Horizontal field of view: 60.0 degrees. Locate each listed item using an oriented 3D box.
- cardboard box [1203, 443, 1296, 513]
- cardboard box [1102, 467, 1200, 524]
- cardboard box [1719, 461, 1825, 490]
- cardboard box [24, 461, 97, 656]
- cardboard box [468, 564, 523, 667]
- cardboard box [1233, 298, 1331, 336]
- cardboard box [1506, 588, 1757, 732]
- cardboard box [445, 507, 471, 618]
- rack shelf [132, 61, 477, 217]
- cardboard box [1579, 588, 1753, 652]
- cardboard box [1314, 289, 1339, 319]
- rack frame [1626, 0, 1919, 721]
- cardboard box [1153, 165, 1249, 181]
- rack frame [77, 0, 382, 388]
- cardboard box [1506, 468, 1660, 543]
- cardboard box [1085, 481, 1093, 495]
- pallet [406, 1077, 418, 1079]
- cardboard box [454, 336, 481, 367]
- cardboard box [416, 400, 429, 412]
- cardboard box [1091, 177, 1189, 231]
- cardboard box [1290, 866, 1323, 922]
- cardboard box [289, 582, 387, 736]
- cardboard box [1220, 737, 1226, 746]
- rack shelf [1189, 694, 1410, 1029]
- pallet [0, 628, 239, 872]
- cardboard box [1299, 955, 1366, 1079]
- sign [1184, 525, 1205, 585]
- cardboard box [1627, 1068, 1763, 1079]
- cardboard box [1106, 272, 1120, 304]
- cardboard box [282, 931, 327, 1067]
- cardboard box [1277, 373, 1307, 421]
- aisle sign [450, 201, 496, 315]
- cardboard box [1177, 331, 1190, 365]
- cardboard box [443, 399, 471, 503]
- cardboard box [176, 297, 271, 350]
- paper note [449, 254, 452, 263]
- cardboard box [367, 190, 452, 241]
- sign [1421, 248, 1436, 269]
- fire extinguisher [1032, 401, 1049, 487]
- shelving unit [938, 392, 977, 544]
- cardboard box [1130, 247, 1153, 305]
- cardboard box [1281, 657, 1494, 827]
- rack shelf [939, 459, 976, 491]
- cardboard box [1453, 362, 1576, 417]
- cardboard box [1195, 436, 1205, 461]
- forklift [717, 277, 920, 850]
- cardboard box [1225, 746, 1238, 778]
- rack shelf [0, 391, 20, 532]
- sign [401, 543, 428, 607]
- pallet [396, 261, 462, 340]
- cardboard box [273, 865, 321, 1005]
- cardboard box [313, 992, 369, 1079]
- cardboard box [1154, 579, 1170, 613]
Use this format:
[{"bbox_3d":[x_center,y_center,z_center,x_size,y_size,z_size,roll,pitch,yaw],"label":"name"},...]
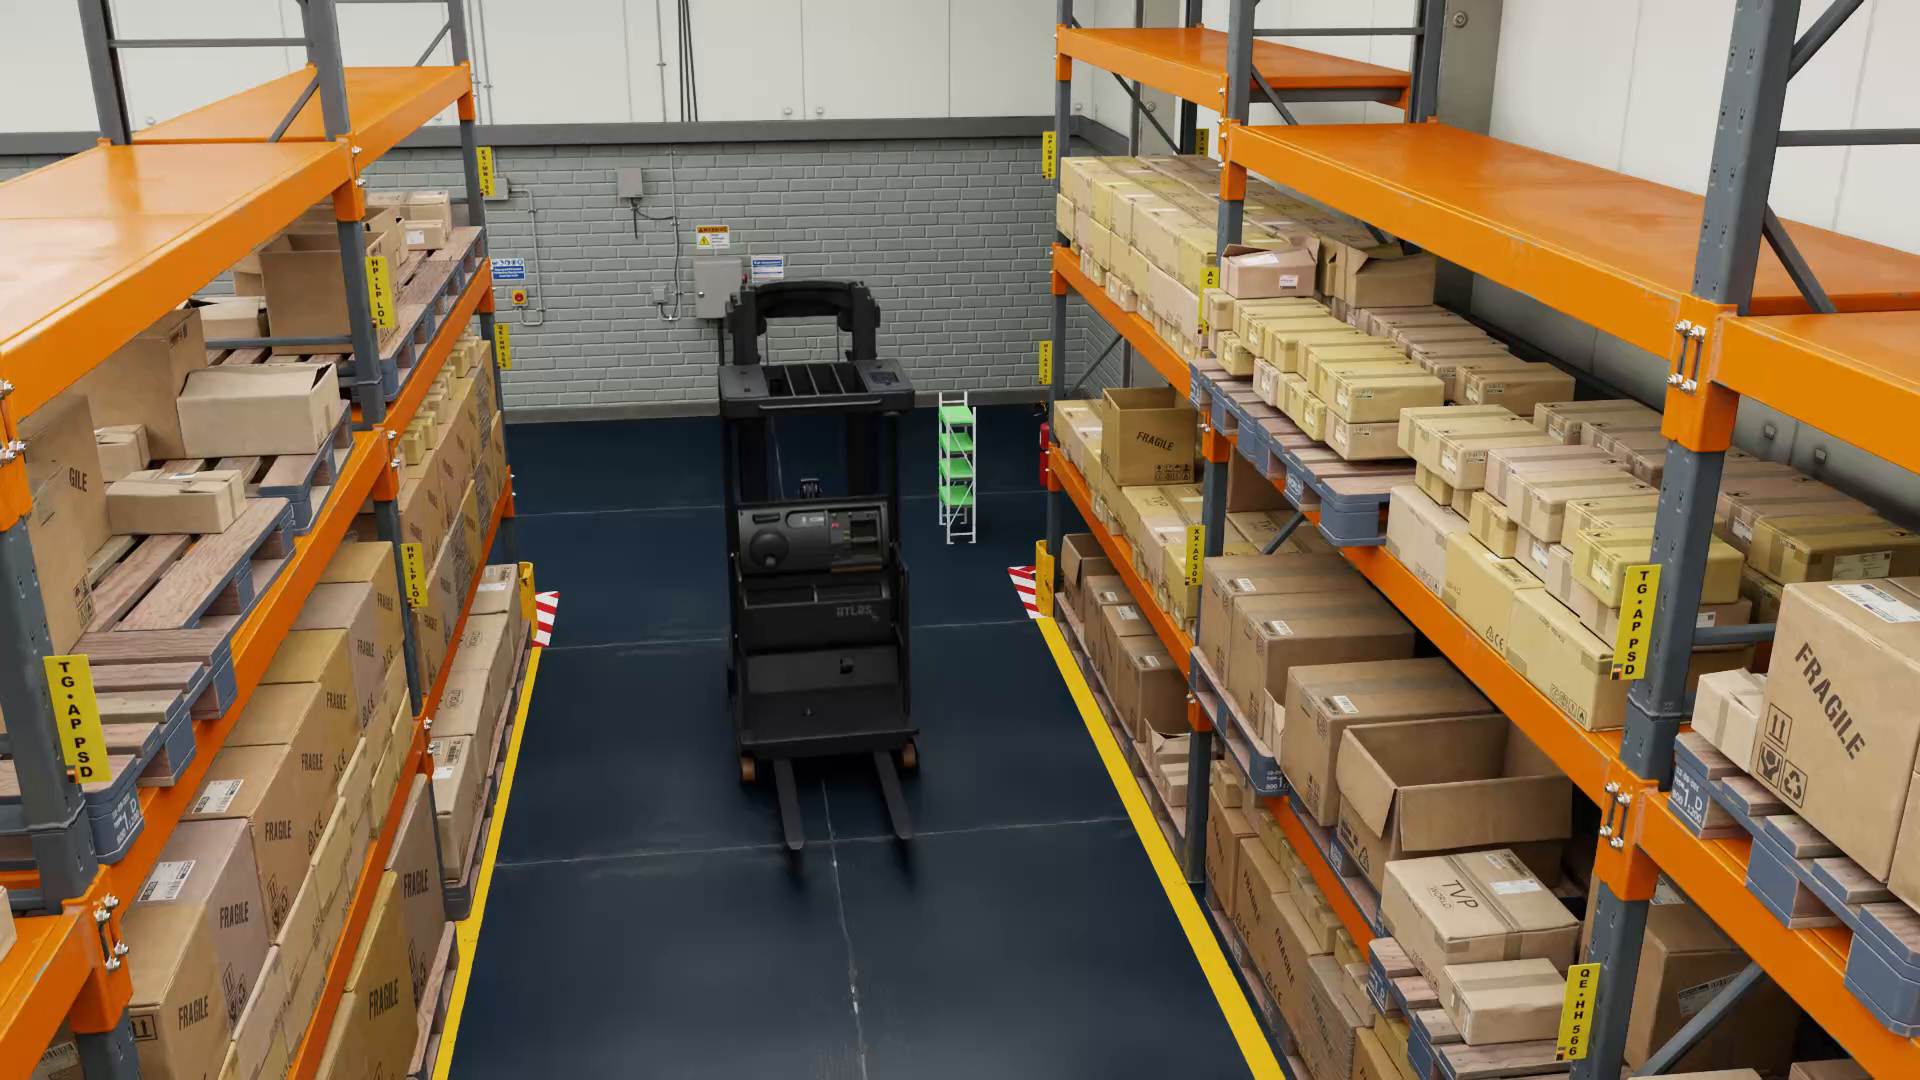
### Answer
[{"bbox_3d":[1.796,-0.494,10.044,0.500,0.500,0.500,-3,21,-9],"label":"cardboard box"},{"bbox_3d":[1.213,-0.302,10.602,0.500,0.250,0.500,-3,21,-9],"label":"cardboard box"},{"bbox_3d":[2.500,-0.137,5.302,0.380,0.149,0.250,-3,21,-8],"label":"cardboard box"},{"bbox_3d":[-2.918,0.110,4.679,0.700,0.500,0.500,-4,21,-10],"label":"cardboard box"},{"bbox_3d":[-3.547,0.549,11.595,0.875,0.438,0.875,-4,21,-10],"label":"cardboard box"},{"bbox_3d":[1.465,-1.001,7.587,0.380,0.149,0.250,-3,21,-7],"label":"cardboard box"},{"bbox_3d":[2.010,0.340,5.021,0.500,0.250,0.500,-4,21,-10],"label":"cardboard box"},{"bbox_3d":[-3.107,0.137,9.493,0.500,0.500,0.500,-3,21,-7],"label":"cardboard box"},{"bbox_3d":[-3.452,-2.272,9.111,1.077,0.370,4.000,-3,21,-8],"label":"rack shelf"},{"bbox_3d":[2.034,0.208,4.804,0.380,0.149,0.250,-2,21,-7],"label":"cardboard box"},{"bbox_3d":[1.906,-1.117,7.898,0.380,0.149,0.250,-3,21,-9],"label":"cardboard box"},{"bbox_3d":[2.324,-0.970,4.027,1.000,3.000,0.127,-3,21,-8],"label":"rack frame"},{"bbox_3d":[1.585,-2.318,10.998,0.500,0.250,0.500,-4,21,-9],"label":"cardboard box"},{"bbox_3d":[-3.164,-2.104,7.061,1.000,3.000,0.127,-3,21,-8],"label":"rack frame"},{"bbox_3d":[1.960,-0.111,5.232,0.380,0.149,0.250,-4,21,-10],"label":"cardboard box"},{"bbox_3d":[1.077,-0.419,11.484,0.380,0.149,0.250,-2,21,-6],"label":"cardboard box"},{"bbox_3d":[-2.799,2.700,6.760,1.003,0.211,1.213,-3,21,-8],"label":"pallet"},{"bbox_3d":[-3.310,-1.211,10.747,0.380,0.149,0.250,-3,21,-8],"label":"cardboard box"},{"bbox_3d":[-3.187,-0.674,9.310,0.380,0.149,0.250,-3,21,-8],"label":"cardboard box"},{"bbox_3d":[1.127,-2.122,10.471,0.500,0.250,0.500,-3,21,-9],"label":"cardboard box"},{"bbox_3d":[1.752,1.626,7.695,0.380,0.149,0.250,-3,21,-8],"label":"cardboard box"},{"bbox_3d":[-2.769,0.512,7.059,0.500,0.500,0.500,-3,21,-7],"label":"cardboard box"},{"bbox_3d":[1.823,1.203,10.256,0.380,0.149,0.250,-3,21,-8],"label":"cardboard box"},{"bbox_3d":[2.035,1.485,7.056,1.077,0.370,4.000,-3,21,-8],"label":"rack shelf"},{"bbox_3d":[-2.733,0.555,4.501,1.213,0.211,1.003,-2,21,-5],"label":"pallet"},{"bbox_3d":[1.817,2.145,7.232,0.500,0.500,0.500,-4,21,-10],"label":"cardboard box"},{"bbox_3d":[1.211,0.080,8.553,0.100,0.325,0.005,-3,21,-8],"label":"sign"},{"bbox_3d":[2.078,1.615,4.610,0.380,0.149,0.250,-2,21,-6],"label":"cardboard box"},{"bbox_3d":[1.111,-1.559,10.250,0.380,0.149,0.250,-3,21,-8],"label":"cardboard box"},{"bbox_3d":[-2.571,1.621,5.877,0.500,0.250,0.500,-2,21,-6],"label":"cardboard box"},{"bbox_3d":[1.546,-0.599,6.935,0.380,0.149,0.250,-3,21,-8],"label":"cardboard box"},{"bbox_3d":[-3.444,-1.936,11.472,0.394,0.787,0.004,-3,21,-8],"label":"aisle sign"},{"bbox_3d":[1.371,-1.027,8.824,0.380,0.149,0.250,-3,21,-8],"label":"cardboard box"},{"bbox_3d":[-3.193,-0.513,9.806,0.500,0.500,0.500,-3,21,-8],"label":"cardboard box"},{"bbox_3d":[-3.573,-1.084,8.067,0.396,0.266,0.258,-2,21,-6],"label":"cardboard box"},{"bbox_3d":[-2.862,-1.584,9.351,0.006,0.032,0.123,-3,21,-8],"label":"paper note"},{"bbox_3d":[-3.587,-2.105,10.824,0.500,0.250,0.500,-5,21,-13],"label":"cardboard box"},{"bbox_3d":[2.296,-1.406,8.179,0.100,0.325,0.005,-3,21,-8],"label":"sign"},{"bbox_3d":[0.692,-0.746,12.645,0.296,0.674,0.183,-3,21,-8],"label":"fire extinguisher"},{"bbox_3d":[-0.024,-0.619,14.234,0.258,1.200,0.503,-3,21,-8],"label":"shelving unit"},{"bbox_3d":[1.282,-1.531,9.604,0.500,0.250,0.500,-2,21,-7],"label":"cardboard box"},{"bbox_3d":[1.783,0.841,7.007,0.700,0.500,0.500,-3,21,-8],"label":"cardboard box"},{"bbox_3d":[-0.024,-0.560,14.256,0.258,0.148,0.480,-3,21,-8],"label":"rack shelf"},{"bbox_3d":[2.154,-0.585,6.473,0.380,0.149,0.250,-2,21,-6],"label":"cardboard box"},{"bbox_3d":[1.639,-0.503,11.138,0.500,0.250,0.500,-2,21,-6],"label":"cardboard box"},{"bbox_3d":[-0.867,-0.010,10.127,1.130,2.935,3.031,-4,21,-10],"label":"forklift"},{"bbox_3d":[1.596,1.121,8.623,0.380,0.149,0.250,-3,21,-9],"label":"cardboard box"},{"bbox_3d":[-2.299,0.498,1.695,1.077,0.370,4.000,-3,21,-8],"label":"rack shelf"},{"bbox_3d":[-2.629,0.171,8.004,0.100,0.325,0.005,-3,21,-8],"label":"sign"},{"bbox_3d":[-3.444,-1.362,9.490,1.003,0.211,1.213,-3,21,-8],"label":"pallet"},{"bbox_3d":[-2.549,1.388,5.787,0.500,0.250,0.500,-3,21,-8],"label":"cardboard box"},{"bbox_3d":[-2.729,2.338,6.180,0.875,0.875,0.875,-3,21,-7],"label":"cardboard box"},{"bbox_3d":[1.331,0.297,9.566,0.380,0.149,0.250,-2,21,-6],"label":"cardboard box"}]
